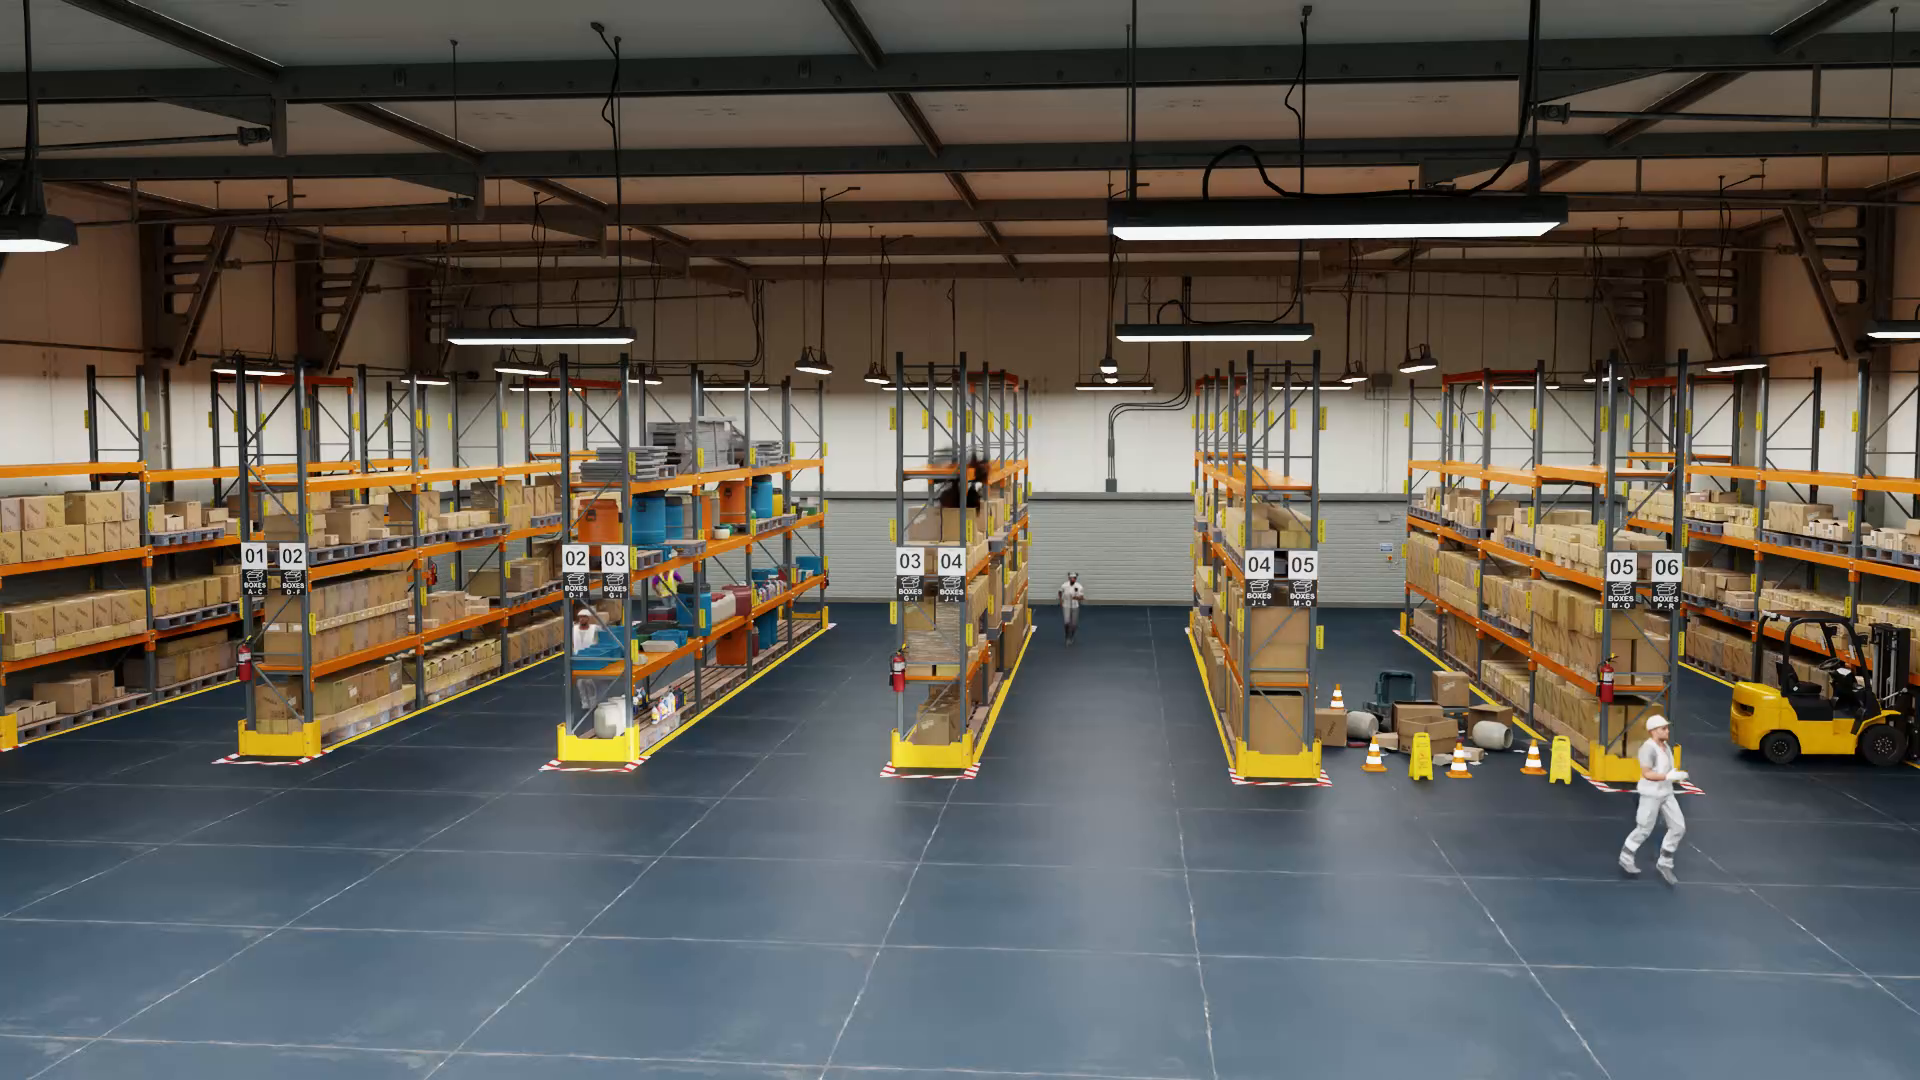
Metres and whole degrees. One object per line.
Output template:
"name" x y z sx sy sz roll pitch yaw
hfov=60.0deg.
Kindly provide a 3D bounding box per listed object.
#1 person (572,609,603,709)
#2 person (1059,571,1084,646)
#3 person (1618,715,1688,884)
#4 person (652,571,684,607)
"person" -6.485 2.076 28.709 0.664 1.745 0.621 0 4 4
"person" 2.486 1.533 37.173 0.559 1.671 0.730 0 4 3
"person" 7.573 2.824 18.101 0.665 1.852 0.776 -3 5 -36
"person" -6.992 1.328 39.801 0.746 1.703 0.659 -1 4 -7
